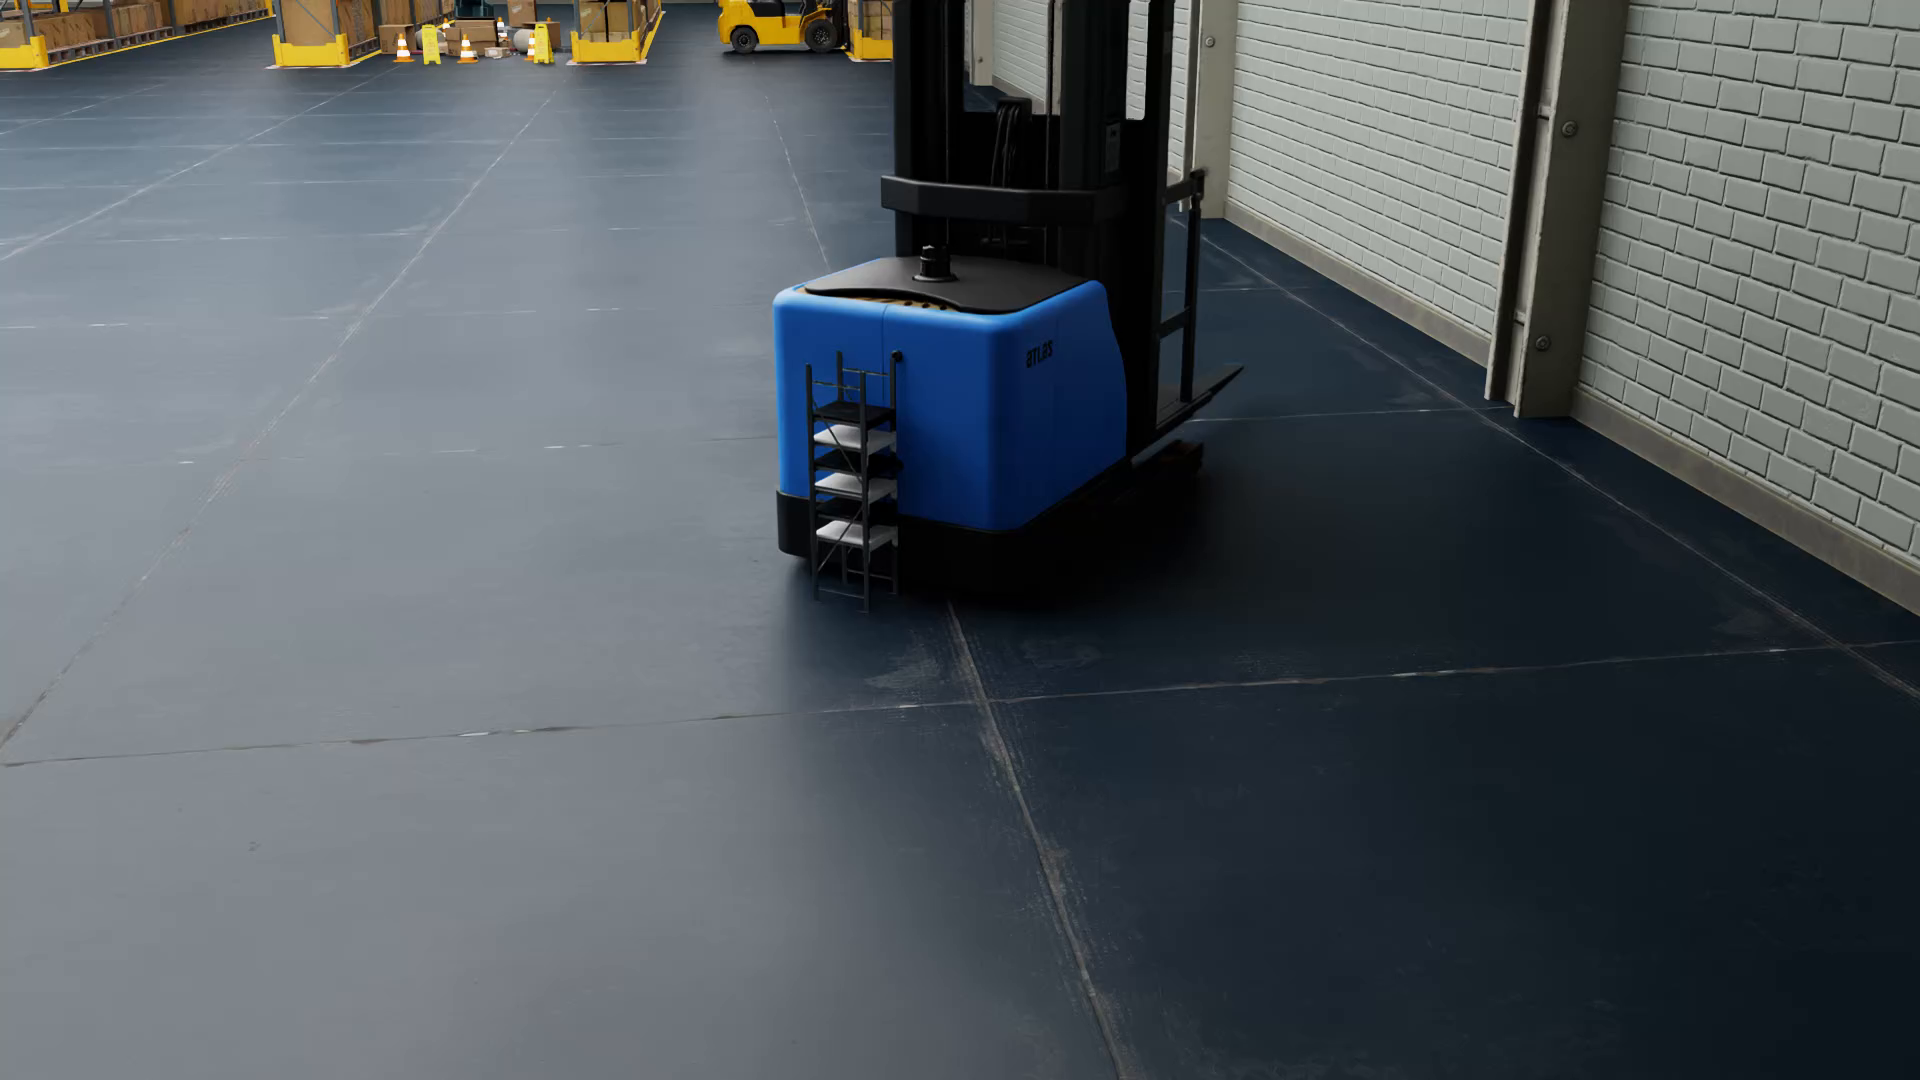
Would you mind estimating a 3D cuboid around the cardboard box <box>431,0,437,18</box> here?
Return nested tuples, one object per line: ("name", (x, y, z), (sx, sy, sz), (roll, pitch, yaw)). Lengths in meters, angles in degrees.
("cardboard box", (-12.418, -12.340, 38.442), (0.500, 0.500, 0.500), (-3, 21, -9))

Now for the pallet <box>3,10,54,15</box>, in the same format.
("pallet", (-23.168, -13.062, 41.387), (1.003, 0.211, 1.213), (-3, 21, -8))

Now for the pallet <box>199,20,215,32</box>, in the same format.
("pallet", (-17.405, -11.528, 37.279), (1.003, 0.211, 1.213), (-3, 21, -8))

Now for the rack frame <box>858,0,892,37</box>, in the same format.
("rack frame", (-1.323, -10.117, 29.517), (1.000, 3.000, 0.127), (-3, 21, -8))

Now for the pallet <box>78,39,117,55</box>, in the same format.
("pallet", (-16.485, -9.214, 31.084), (1.003, 0.211, 1.213), (-3, 21, -8))

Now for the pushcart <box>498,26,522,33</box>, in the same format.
("pushcart", (-9.059, -9.890, 32.656), (1.648, 0.377, 0.936), (-11, 23, -26))

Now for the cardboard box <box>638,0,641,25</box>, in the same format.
("cardboard box", (-6.310, -9.967, 31.372), (0.500, 0.500, 0.500), (-2, 21, -5))

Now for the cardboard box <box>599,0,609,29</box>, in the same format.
("cardboard box", (-6.686, -9.570, 30.311), (0.500, 0.500, 0.500), (-2, 21, -6))

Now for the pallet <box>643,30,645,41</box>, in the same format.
("pallet", (-6.924, -10.214, 33.761), (1.003, 0.211, 1.213), (-3, 21, -8))

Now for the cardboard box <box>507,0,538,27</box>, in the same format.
("cardboard box", (-8.568, -10.334, 32.588), (0.500, 0.500, 0.500), (-3, 21, -8))

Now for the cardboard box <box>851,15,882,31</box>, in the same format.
("cardboard box", (-1.702, -9.413, 30.247), (0.500, 0.250, 0.500), (-3, 21, -8))

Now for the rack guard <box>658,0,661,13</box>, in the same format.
("rack guard", (-8.544, -14.243, 44.135), (1.175, 0.500, 0.348), (-3, 21, -8))

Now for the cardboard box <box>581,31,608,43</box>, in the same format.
("cardboard box", (-6.620, -9.049, 29.987), (0.500, 0.250, 0.500), (-3, 21, -8))

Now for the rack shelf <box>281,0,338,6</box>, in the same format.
("rack shelf", (-11.406, -9.936, 30.061), (1.077, 0.370, 4.000), (-3, 21, -8))

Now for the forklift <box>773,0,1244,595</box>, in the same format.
("forklift", (0.436, -1.647, 6.938), (1.130, 2.935, 3.031), (11, 23, 26))

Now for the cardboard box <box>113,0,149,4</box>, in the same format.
("cardboard box", (-16.981, -11.109, 34.043), (0.500, 0.250, 0.500), (-1, 20, -2))

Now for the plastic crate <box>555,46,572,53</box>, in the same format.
("plastic crate", (-7.396, -9.298, 31.496), (0.402, 0.080, 0.583), (-11, 23, -26))

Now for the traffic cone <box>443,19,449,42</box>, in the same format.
("traffic cone", (-10.393, -10.318, 33.680), (0.336, 0.463, 0.334), (-3, 21, -8))

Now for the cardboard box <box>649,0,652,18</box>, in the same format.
("cardboard box", (-7.529, -12.389, 38.037), (0.875, 0.875, 0.875), (-3, 21, -7))

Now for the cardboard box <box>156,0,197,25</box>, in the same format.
("cardboard box", (-17.272, -11.577, 35.862), (1.225, 0.875, 0.875), (-4, 21, -10))

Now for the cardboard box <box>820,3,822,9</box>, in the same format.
("cardboard box", (-3.051, -12.762, 39.571), (0.500, 0.500, 0.500), (-4, 21, -9))

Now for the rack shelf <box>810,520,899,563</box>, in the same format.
("rack shelf", (-0.383, -0.004, 6.051), (0.258, 0.077, 0.200), (11, 23, 26))

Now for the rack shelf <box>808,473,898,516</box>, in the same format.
("rack shelf", (-0.383, -0.173, 5.988), (0.258, 0.077, 0.200), (11, 23, 26))

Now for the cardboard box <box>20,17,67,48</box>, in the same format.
("cardboard box", (-16.305, -9.032, 29.583), (0.500, 0.500, 0.500), (-1, 21, -3))

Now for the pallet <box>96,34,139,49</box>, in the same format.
("pallet", (-16.731, -9.714, 32.423), (1.003, 0.211, 1.213), (-3, 21, -8))

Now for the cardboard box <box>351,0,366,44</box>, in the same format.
("cardboard box", (-11.539, -9.634, 30.660), (0.875, 0.875, 0.875), (-3, 21, -7))

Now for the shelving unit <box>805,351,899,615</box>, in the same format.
("shelving unit", (-0.383, -0.204, 5.977), (0.258, 0.900, 0.210), (11, 23, 26))

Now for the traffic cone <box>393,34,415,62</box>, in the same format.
("traffic cone", (-9.789, -8.648, 29.209), (0.336, 0.463, 0.334), (-3, 21, -8))

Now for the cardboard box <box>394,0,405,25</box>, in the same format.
("cardboard box", (-12.143, -10.976, 34.431), (1.050, 0.750, 0.750), (-3, 21, -7))

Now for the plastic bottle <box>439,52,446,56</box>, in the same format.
("plastic bottle", (-9.540, -8.933, 30.547), (0.133, 0.061, 0.283), (-11, 23, -26))

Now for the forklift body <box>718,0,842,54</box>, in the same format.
("forklift body", (-3.401, -10.284, 31.177), (2.313, 2.155, 1.214), (-3, 21, -8))

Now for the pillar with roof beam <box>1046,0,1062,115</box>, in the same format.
("pillar with roof beam", (-3.061, -8.842, 17.529), (9.100, 9.000, 0.400), (-3, 21, -8))

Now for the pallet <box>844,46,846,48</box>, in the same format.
("pallet", (-1.826, -9.919, 32.970), (1.003, 0.211, 1.213), (-3, 21, -8))

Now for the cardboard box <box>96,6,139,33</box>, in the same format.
("cardboard box", (-16.815, -10.359, 33.109), (0.700, 0.500, 0.500), (-5, 21, -12))

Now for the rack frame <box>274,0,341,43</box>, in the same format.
("rack frame", (-11.118, -9.581, 28.081), (1.000, 3.000, 0.127), (-3, 21, -8))

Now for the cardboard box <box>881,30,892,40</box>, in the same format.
("cardboard box", (-1.200, -9.206, 30.407), (0.500, 0.250, 0.500), (-3, 21, -8))

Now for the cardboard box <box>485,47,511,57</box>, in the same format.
("cardboard box", (-8.422, -8.882, 30.284), (0.380, 0.149, 0.250), (8, 22, 20))

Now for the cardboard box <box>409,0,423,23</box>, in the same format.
("cardboard box", (-12.120, -11.634, 36.552), (0.500, 0.500, 0.500), (-4, 21, -10))

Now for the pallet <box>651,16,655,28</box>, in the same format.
("pallet", (-7.599, -12.027, 38.617), (1.003, 0.211, 1.213), (-3, 21, -8))

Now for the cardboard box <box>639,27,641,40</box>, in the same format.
("cardboard box", (-6.234, -9.433, 31.015), (0.500, 0.250, 0.500), (-2, 21, -4))

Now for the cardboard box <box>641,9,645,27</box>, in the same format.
("cardboard box", (-7.098, -10.887, 34.734), (0.950, 0.372, 0.625), (-2, 21, -6))

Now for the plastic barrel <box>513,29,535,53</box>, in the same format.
("plastic barrel", (-8.030, -9.298, 31.005), (0.512, 0.421, 0.421), (12, 24, 30))

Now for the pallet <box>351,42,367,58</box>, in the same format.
("pallet", (-11.483, -8.969, 30.429), (1.003, 0.211, 1.213), (-3, 21, -8))

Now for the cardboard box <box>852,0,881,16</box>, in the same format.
("cardboard box", (-1.698, -9.638, 30.135), (0.500, 0.250, 0.500), (-2, 21, -6))

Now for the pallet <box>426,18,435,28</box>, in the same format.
("pallet", (-12.555, -11.737, 37.839), (1.003, 0.211, 1.213), (-3, 21, -8))

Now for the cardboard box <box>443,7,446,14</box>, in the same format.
("cardboard box", (-12.582, -12.739, 40.012), (0.380, 0.149, 0.250), (-4, 21, -10))

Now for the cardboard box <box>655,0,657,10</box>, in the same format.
("cardboard box", (-8.078, -13.550, 41.769), (0.875, 0.438, 0.875), (-4, 21, -9))

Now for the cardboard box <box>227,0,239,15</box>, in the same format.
("cardboard box", (-17.786, -12.955, 39.550), (0.875, 0.875, 0.875), (-3, 21, -8))

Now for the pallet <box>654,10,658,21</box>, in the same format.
("pallet", (-7.996, -12.981, 41.171), (1.003, 0.211, 1.213), (-3, 21, -8))

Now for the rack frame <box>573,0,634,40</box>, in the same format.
("rack frame", (-6.234, -9.866, 28.844), (1.000, 3.000, 0.127), (-3, 21, -8))
